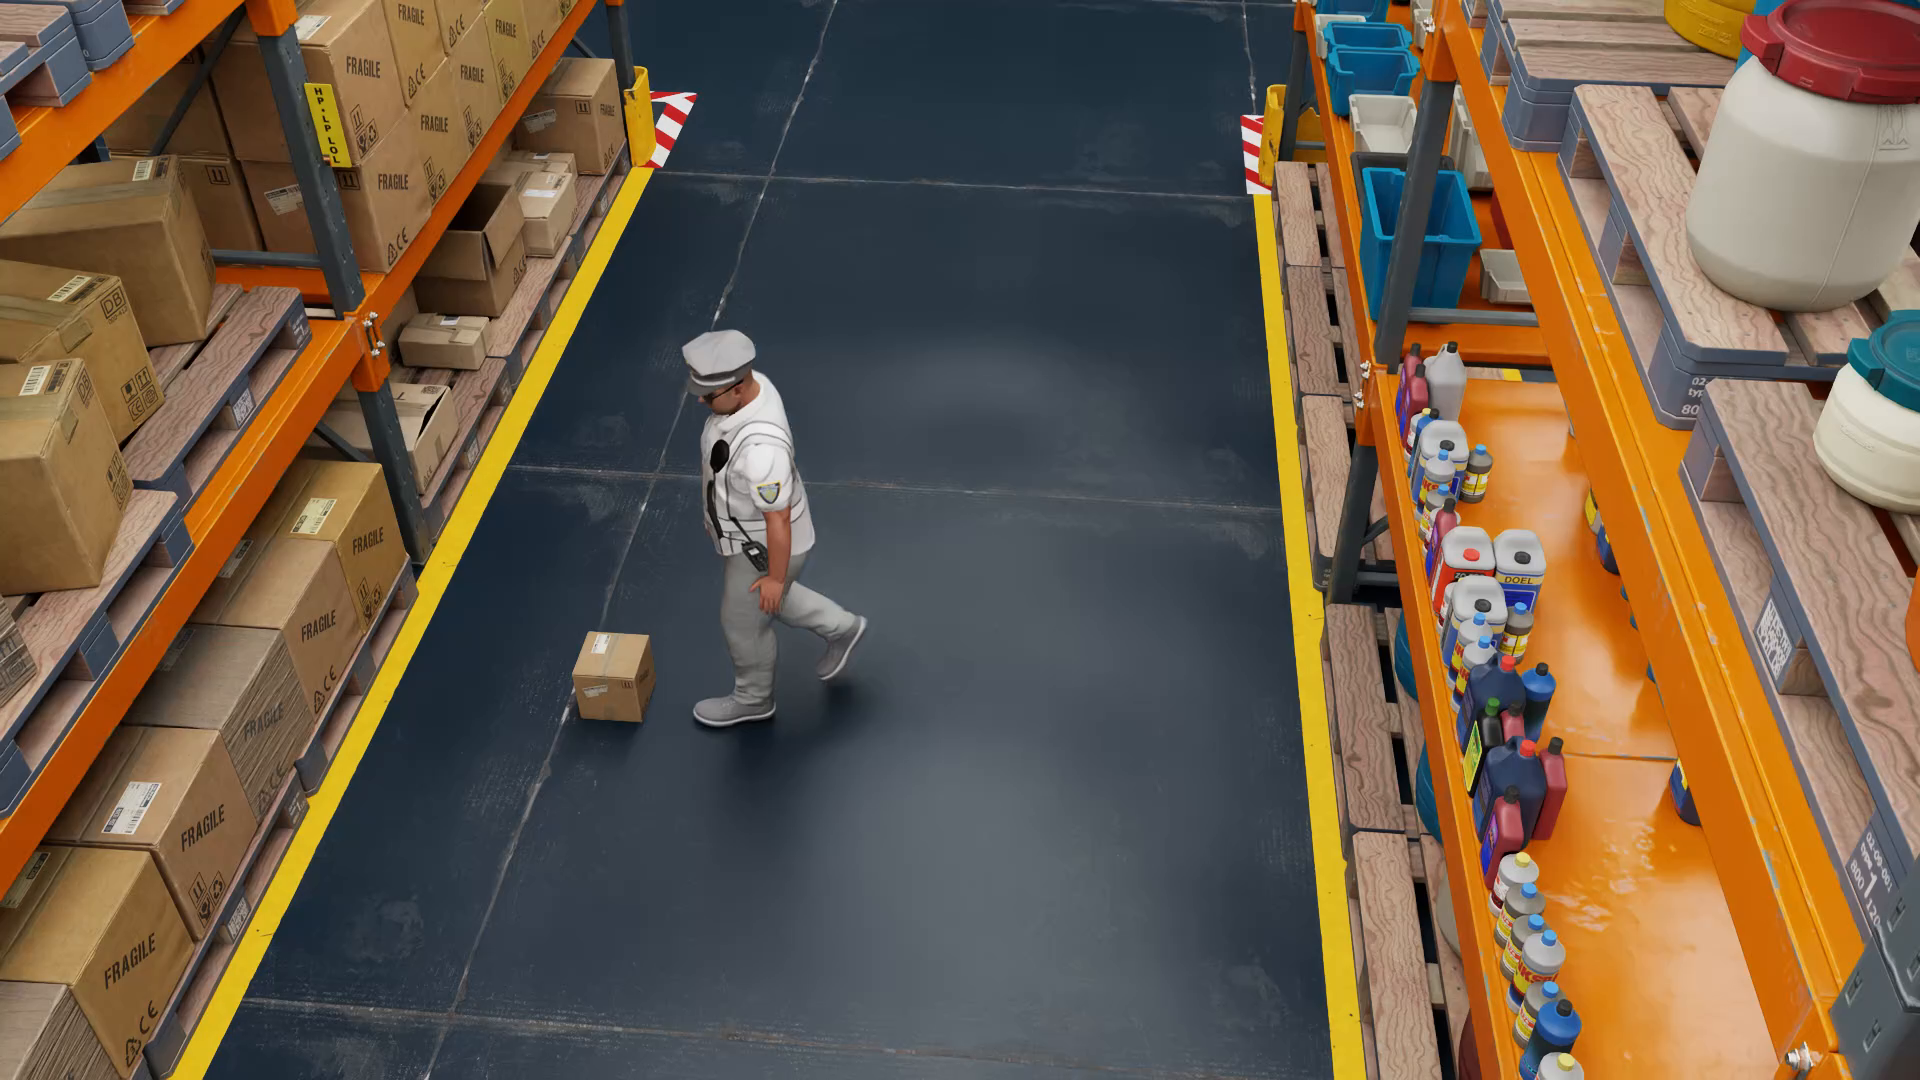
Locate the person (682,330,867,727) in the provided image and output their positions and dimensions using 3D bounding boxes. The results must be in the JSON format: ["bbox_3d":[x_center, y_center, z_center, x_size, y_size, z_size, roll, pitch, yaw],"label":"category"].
[{"bbox_3d":[-0.711,-0.019,6.160,0.725,1.735,0.548,-6,40,-7],"label":"person"}]
